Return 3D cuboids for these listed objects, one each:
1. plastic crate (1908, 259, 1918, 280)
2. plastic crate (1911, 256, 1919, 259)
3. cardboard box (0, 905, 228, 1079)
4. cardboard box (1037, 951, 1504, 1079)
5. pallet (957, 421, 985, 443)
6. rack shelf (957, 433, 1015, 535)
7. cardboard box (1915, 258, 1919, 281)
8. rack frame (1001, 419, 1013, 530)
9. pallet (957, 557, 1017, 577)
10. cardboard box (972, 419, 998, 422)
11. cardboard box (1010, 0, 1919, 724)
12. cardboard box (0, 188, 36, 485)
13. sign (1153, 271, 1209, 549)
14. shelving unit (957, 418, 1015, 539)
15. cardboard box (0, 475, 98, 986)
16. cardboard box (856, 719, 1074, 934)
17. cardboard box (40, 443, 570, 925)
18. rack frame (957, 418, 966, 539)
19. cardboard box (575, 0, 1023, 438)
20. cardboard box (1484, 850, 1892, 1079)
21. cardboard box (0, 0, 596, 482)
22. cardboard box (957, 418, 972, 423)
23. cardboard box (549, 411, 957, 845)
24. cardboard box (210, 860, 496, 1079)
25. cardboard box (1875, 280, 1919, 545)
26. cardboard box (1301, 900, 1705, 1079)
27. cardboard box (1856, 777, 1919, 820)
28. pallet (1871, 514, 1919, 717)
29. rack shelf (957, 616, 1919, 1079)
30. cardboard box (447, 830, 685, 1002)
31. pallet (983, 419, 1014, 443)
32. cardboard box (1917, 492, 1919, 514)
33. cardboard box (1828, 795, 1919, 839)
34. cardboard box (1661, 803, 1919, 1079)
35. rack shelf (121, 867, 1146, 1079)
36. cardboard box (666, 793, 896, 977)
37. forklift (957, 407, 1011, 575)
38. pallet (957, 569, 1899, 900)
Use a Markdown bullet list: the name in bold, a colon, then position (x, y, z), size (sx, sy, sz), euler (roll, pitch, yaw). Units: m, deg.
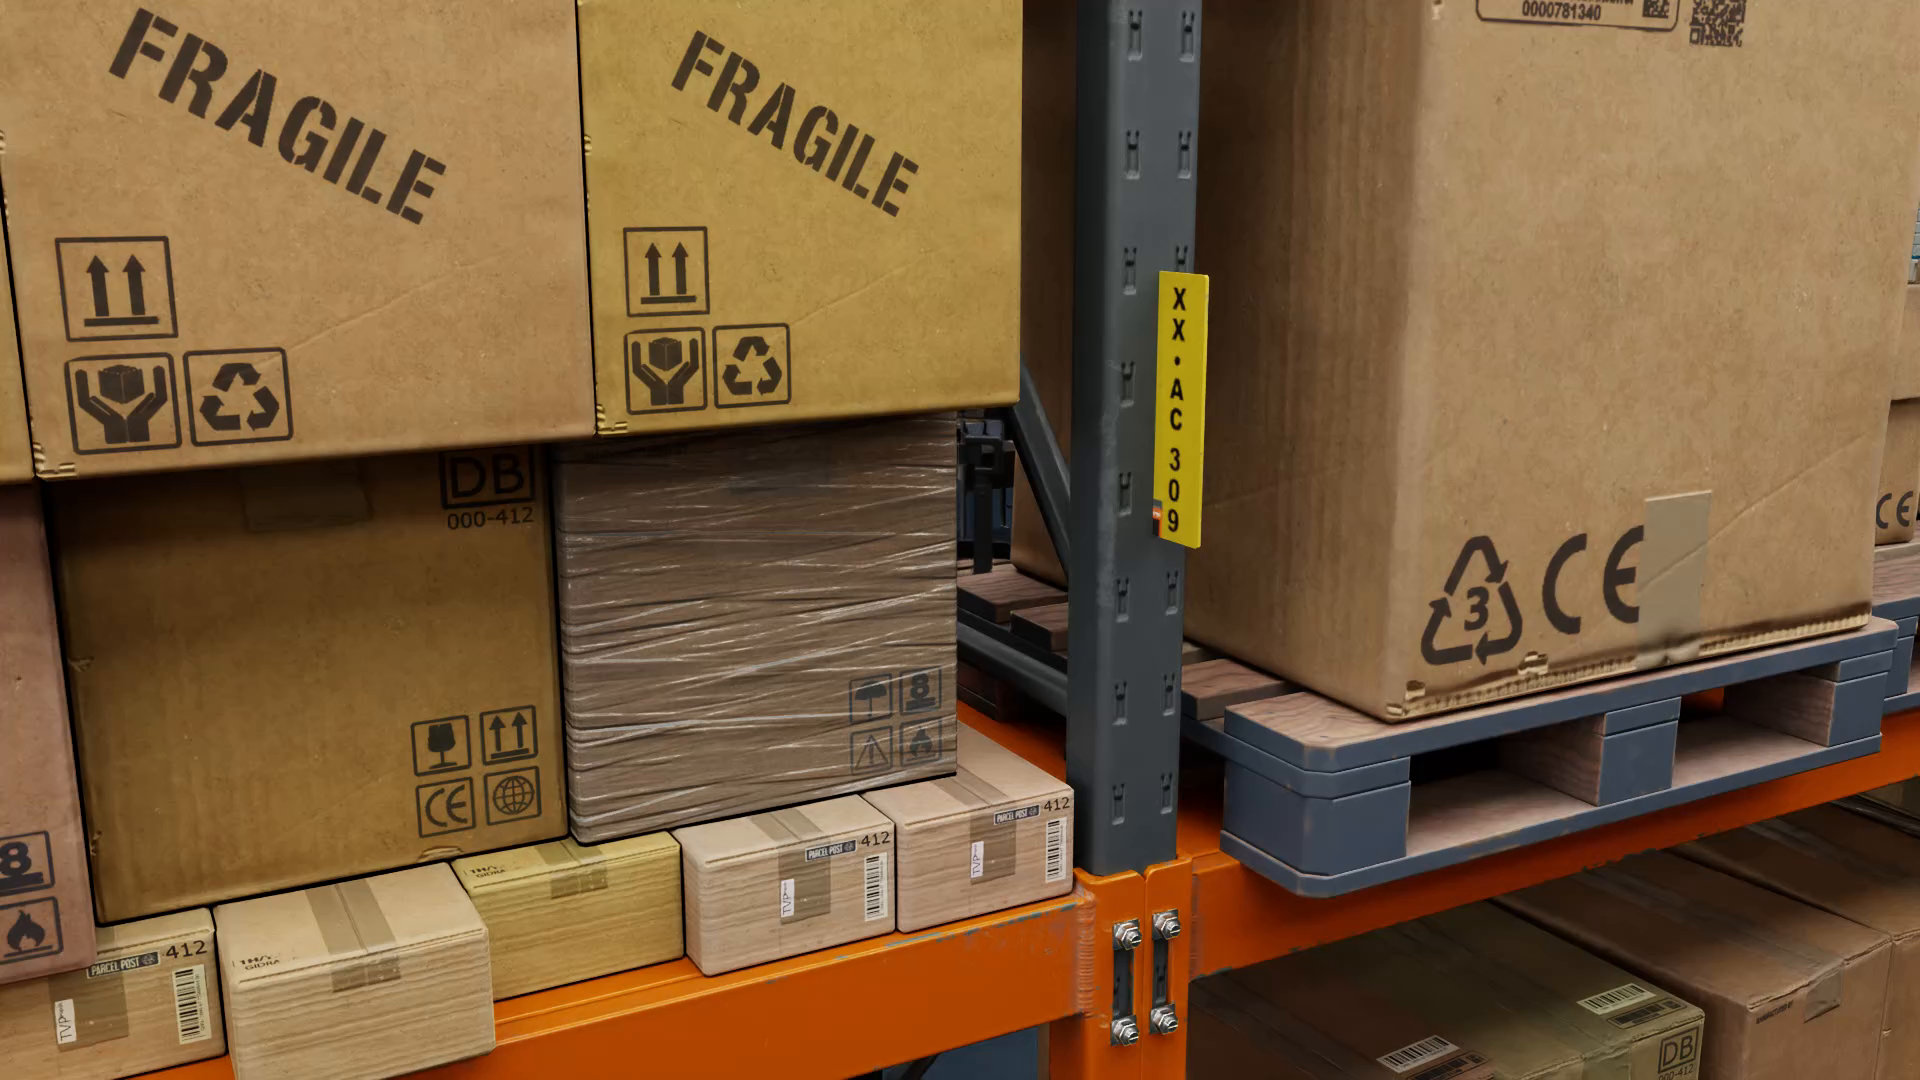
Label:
- **plastic crate**: position (6.073, -1.731, 11.104), size (0.530, 0.282, 0.437), euler (-7, 14, -28)
- **plastic crate**: position (7.203, -1.971, 12.282), size (0.300, 0.233, 0.416), euler (-7, 14, -28)
- **cardboard box**: position (-0.973, 0.451, 1.846), size (0.250, 0.149, 0.380), euler (-7, 14, -28)
- **cardboard box**: position (0.545, 1.106, 3.055), size (0.500, 0.500, 0.700), euler (-8, 15, -32)
- **pallet**: position (-0.563, -0.880, 13.538), size (1.213, 0.211, 1.003), euler (-7, 14, -28)
- **rack shelf**: position (0.145, -0.346, 10.113), size (0.480, 0.518, 0.431), euler (-7, 14, -28)
- **cardboard box**: position (2.610, -0.371, 3.740), size (0.500, 0.500, 0.700), euler (-5, 13, -20)
- **rack frame**: position (0.359, -1.067, 10.070), size (0.015, 2.100, 0.400), euler (-7, 14, -28)
- **pallet**: position (0.435, 0.220, 8.649), size (1.213, 0.211, 1.003), euler (-7, 14, -28)
- **cardboard box**: position (0.200, -1.265, 13.589), size (0.500, 0.500, 0.500), euler (-7, 14, -29)
- **cardboard box**: position (0.761, -0.393, 2.700), size (1.000, 1.000, 1.000), euler (-7, 14, -27)
- **cardboard box**: position (-1.145, -0.315, 1.493), size (0.500, 0.500, 0.500), euler (-7, 14, -28)
- **sign**: position (0.263, -0.157, 2.004), size (0.005, 0.325, 0.100), euler (-7, 14, -28)
- **shelving unit**: position (0.145, -1.042, 9.956), size (0.503, 2.100, 0.431), euler (-7, 14, -28)
- **cardboard box**: position (-1.275, 0.121, 1.836), size (0.500, 0.500, 0.875), euler (-7, 14, -28)
- **cardboard box**: position (-0.052, 0.363, 2.236), size (0.250, 0.149, 0.380), euler (-7, 14, -28)
- **cardboard box**: position (-0.884, 0.049, 2.156), size (0.500, 0.500, 0.875), euler (-7, 14, -28)
- **rack frame**: position (-0.069, -1.016, 9.842), size (0.015, 2.100, 0.400), euler (-7, 14, -28)
- **cardboard box**: position (-0.267, -0.420, 1.961), size (0.500, 0.500, 0.500), euler (-7, 14, -28)
- **cardboard box**: position (1.464, 1.000, 3.524), size (0.500, 0.500, 0.700), euler (-8, 15, -33)
- **cardboard box**: position (-0.705, -0.367, 1.726), size (0.500, 0.500, 0.500), euler (-7, 14, -28)
- **cardboard box**: position (-0.243, -1.213, 13.359), size (0.500, 0.500, 0.500), euler (-7, 15, -30)
- **cardboard box**: position (-0.429, 0.003, 2.360), size (0.500, 0.500, 0.875), euler (-7, 14, -28)
- **cardboard box**: position (-0.690, 0.450, 1.849), size (0.250, 0.149, 0.380), euler (-7, 14, -28)
- **cardboard box**: position (1.473, -0.294, 3.393), size (0.637, 0.503, 0.797), euler (-5, 14, -22)
- **cardboard box**: position (0.973, 1.059, 3.262), size (0.500, 0.500, 0.700), euler (-7, 14, -28)
- **cardboard box**: position (2.473, 0.514, 3.979), size (0.500, 0.250, 0.500), euler (-5, 14, -22)
- **pallet**: position (1.789, 0.050, 3.491), size (1.213, 0.211, 1.003), euler (-7, 14, -28)
- **rack shelf**: position (1.752, 0.302, 3.574), size (4.000, 0.370, 1.077), euler (-7, 14, -28)
- **cardboard box**: position (-0.524, 0.402, 2.062), size (0.250, 0.149, 0.380), euler (-7, 14, -28)
- **pallet**: position (0.507, -1.007, 14.104), size (1.213, 0.211, 1.003), euler (-7, 14, -28)
- **cardboard box**: position (2.173, -0.171, 3.388), size (0.258, 0.266, 0.396), euler (-7, 15, -29)
- **cardboard box**: position (2.448, 0.881, 4.056), size (0.500, 0.500, 0.700), euler (-8, 15, -33)
- **cardboard box**: position (1.953, 0.941, 3.785), size (0.500, 0.500, 0.700), euler (-6, 14, -23)
- **rack shelf**: position (-1.759, 0.723, 1.705), size (4.000, 0.370, 1.077), euler (-7, 14, -28)
- **cardboard box**: position (-0.276, 0.388, 2.127), size (0.250, 0.149, 0.380), euler (-7, 14, -28)
- **forklift**: position (-0.090, -0.557, 5.910), size (3.031, 2.935, 1.130), euler (2, 13, 11)
- **pallet**: position (0.737, 0.203, 2.814), size (1.213, 0.211, 1.003), euler (-7, 14, -28)
